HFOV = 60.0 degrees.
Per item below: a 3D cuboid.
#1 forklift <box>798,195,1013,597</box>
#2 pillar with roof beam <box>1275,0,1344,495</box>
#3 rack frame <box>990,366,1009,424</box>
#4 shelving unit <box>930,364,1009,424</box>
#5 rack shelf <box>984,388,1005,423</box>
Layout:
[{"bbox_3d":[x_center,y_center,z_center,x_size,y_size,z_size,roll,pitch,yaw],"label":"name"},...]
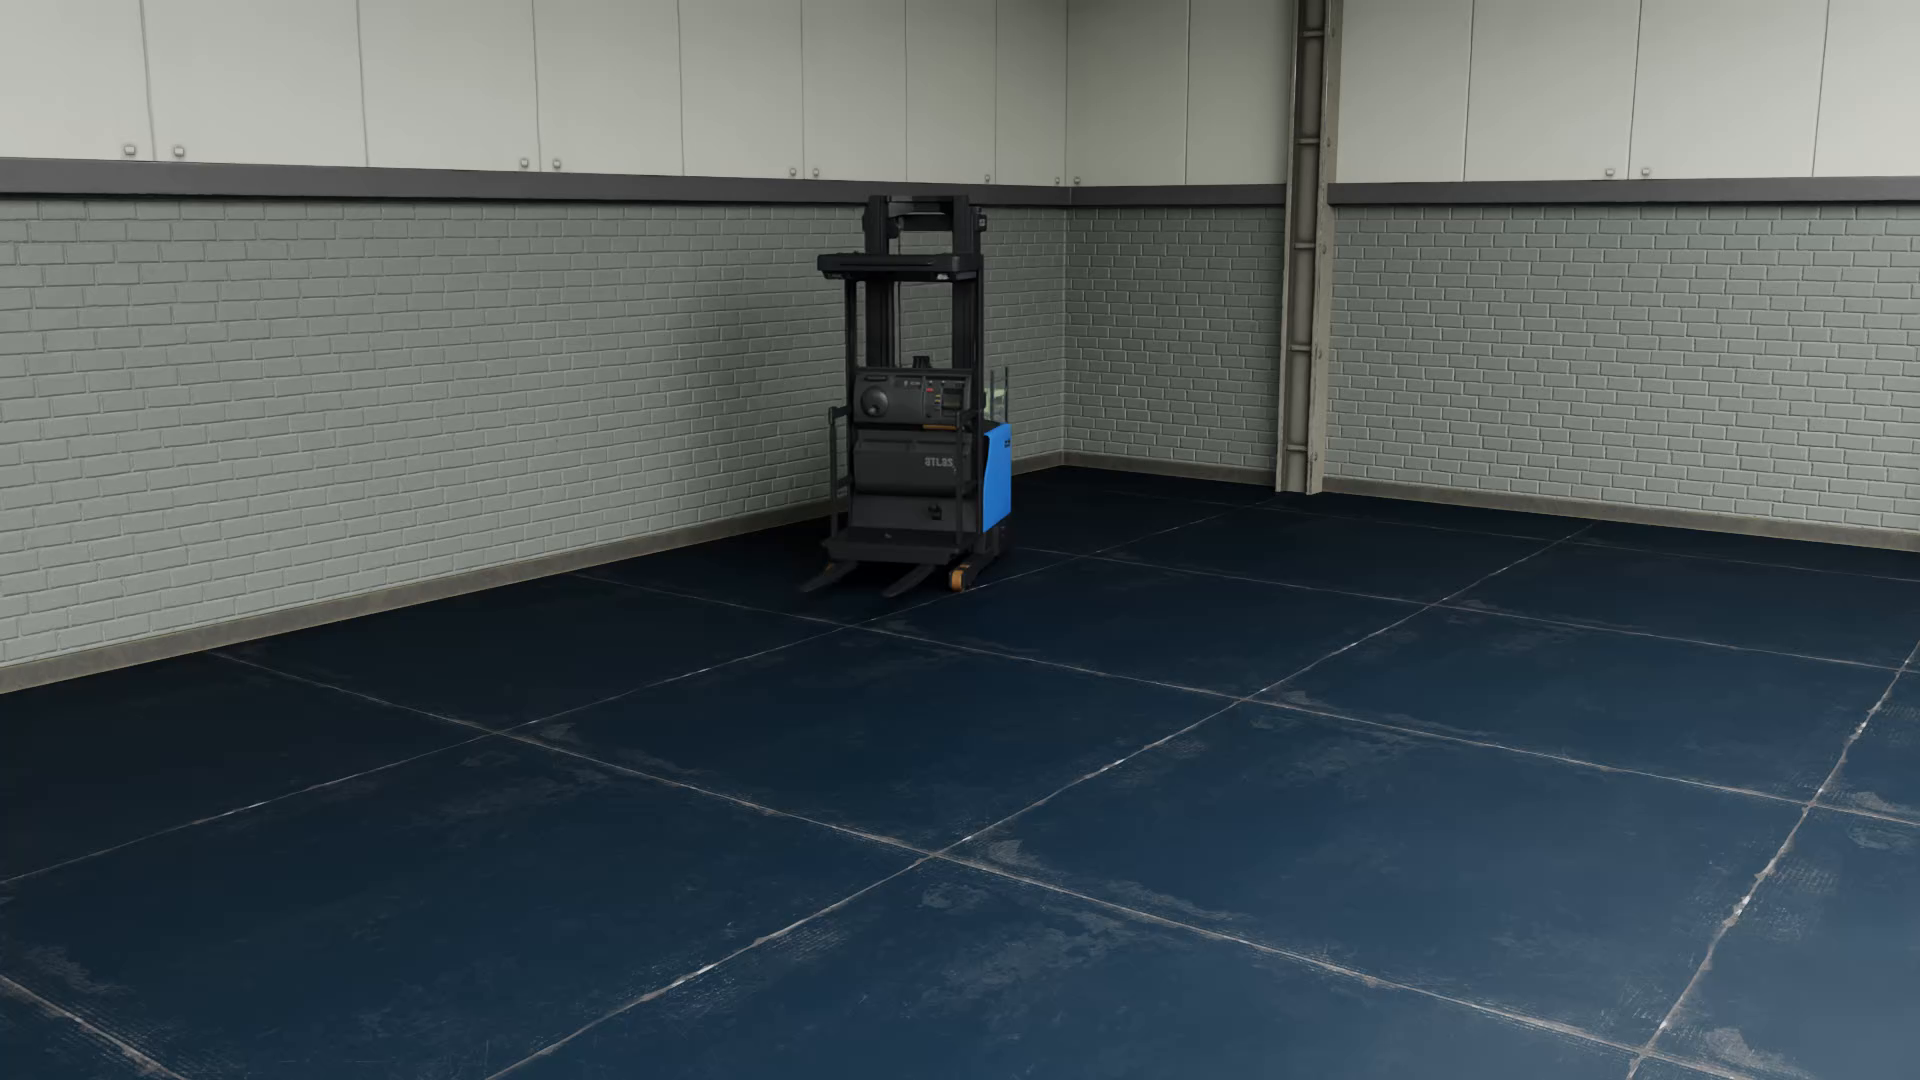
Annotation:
[{"bbox_3d":[-0.418,-1.132,12.663,1.130,2.935,3.031,3,11,14],"label":"forklift"},{"bbox_3d":[0.947,-4.264,12.881,0.400,9.000,9.100,8,13,36],"label":"pillar with roof beam"},{"bbox_3d":[0.339,-0.737,14.391,0.023,1.500,0.400,4,12,21],"label":"rack frame"},{"bbox_3d":[-0.001,-0.763,14.523,0.755,1.500,0.431,4,12,21],"label":"shelving unit"},{"bbox_3d":[-0.001,-1.146,14.449,0.720,0.370,0.431,4,12,21],"label":"rack shelf"}]
